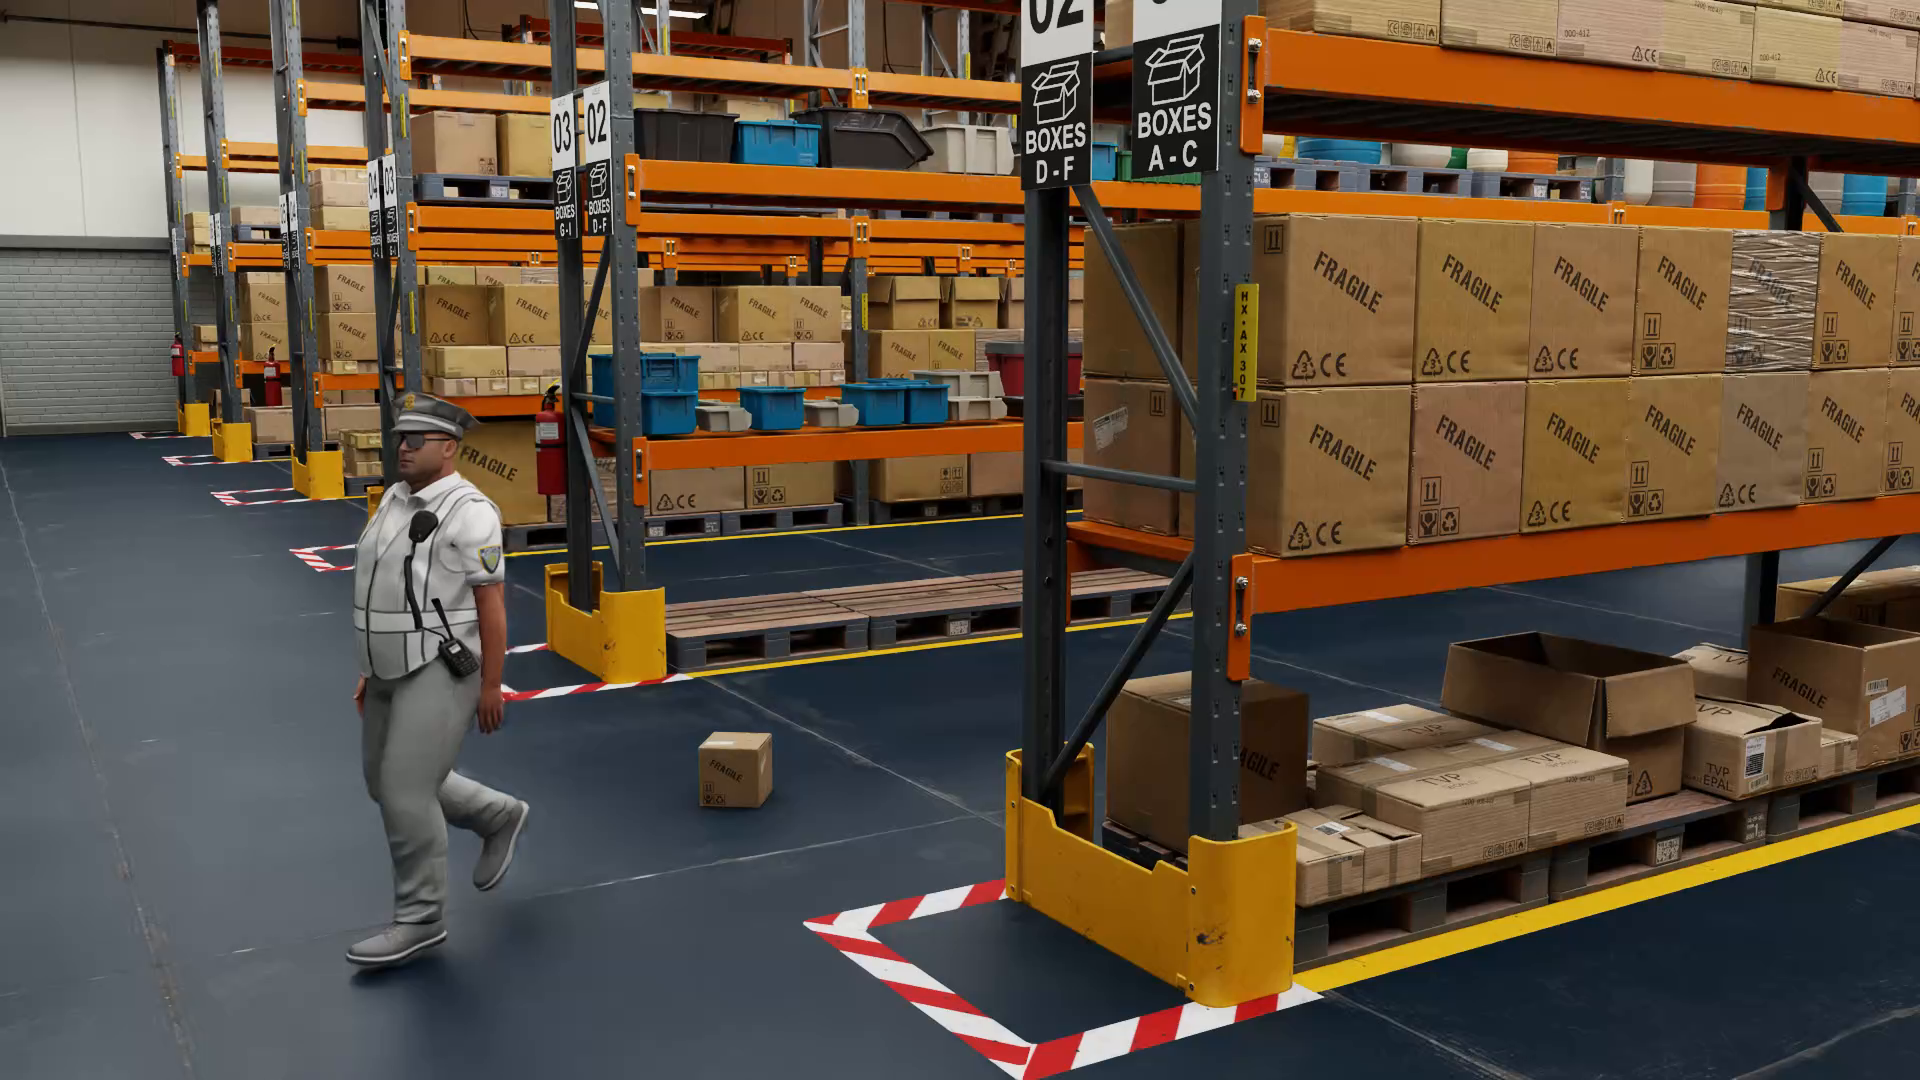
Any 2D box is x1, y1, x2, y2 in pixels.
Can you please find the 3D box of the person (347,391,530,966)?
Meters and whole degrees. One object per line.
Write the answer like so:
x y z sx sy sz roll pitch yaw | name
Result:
-1.679 0.399 5.327 0.525 1.741 0.801 7 10 39 | person
